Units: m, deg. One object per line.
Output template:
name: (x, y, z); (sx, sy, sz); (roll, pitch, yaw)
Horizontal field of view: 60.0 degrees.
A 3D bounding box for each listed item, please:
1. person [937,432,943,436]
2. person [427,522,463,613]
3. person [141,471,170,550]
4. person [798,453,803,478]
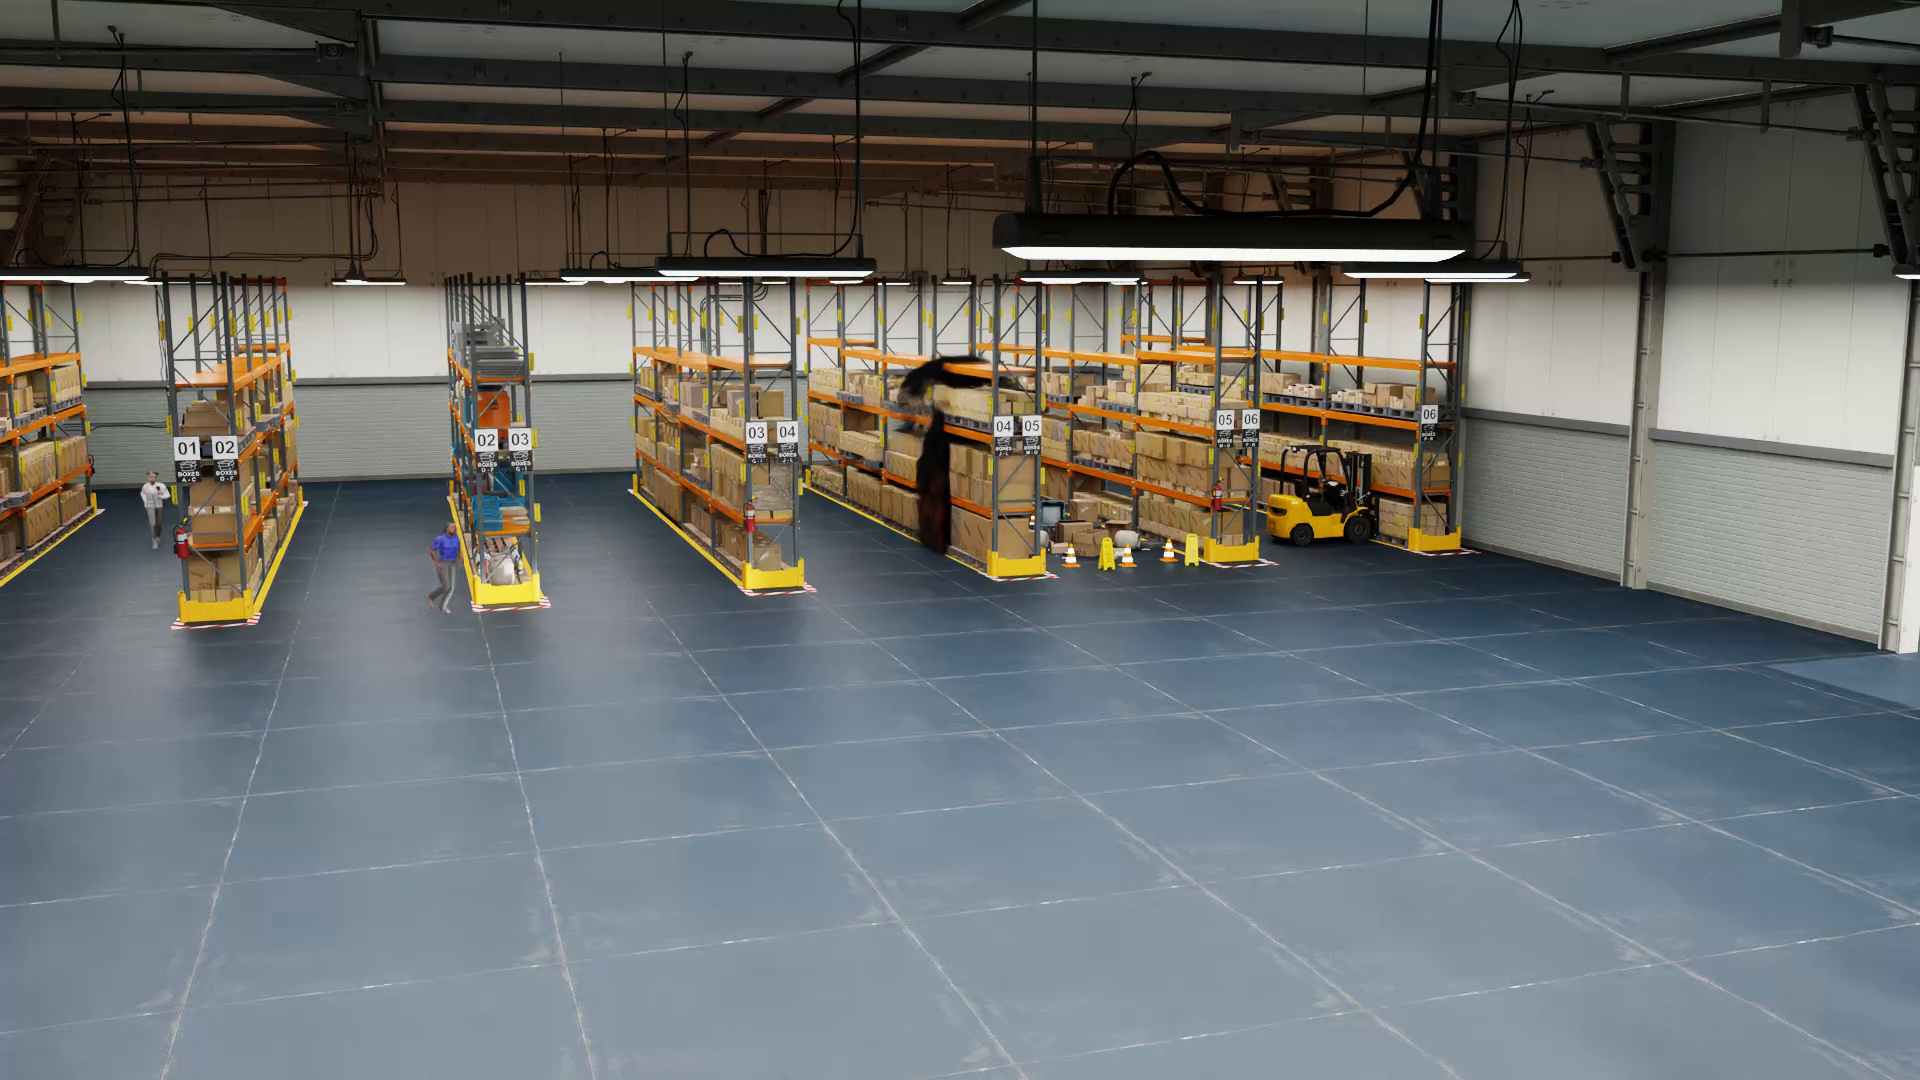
person: (-0.543, -2.045, 45.846); (0.626, 1.844, 1.007); (-5, 10, -28)
person: (-9.165, 0.471, 29.693); (0.537, 1.604, 0.635); (6, 10, 34)
person: (-17.898, -0.687, 37.044); (0.592, 1.724, 0.850); (-4, 9, -25)
person: (-4.427, -1.660, 43.342); (0.711, 1.745, 0.602); (-2, 9, -13)
